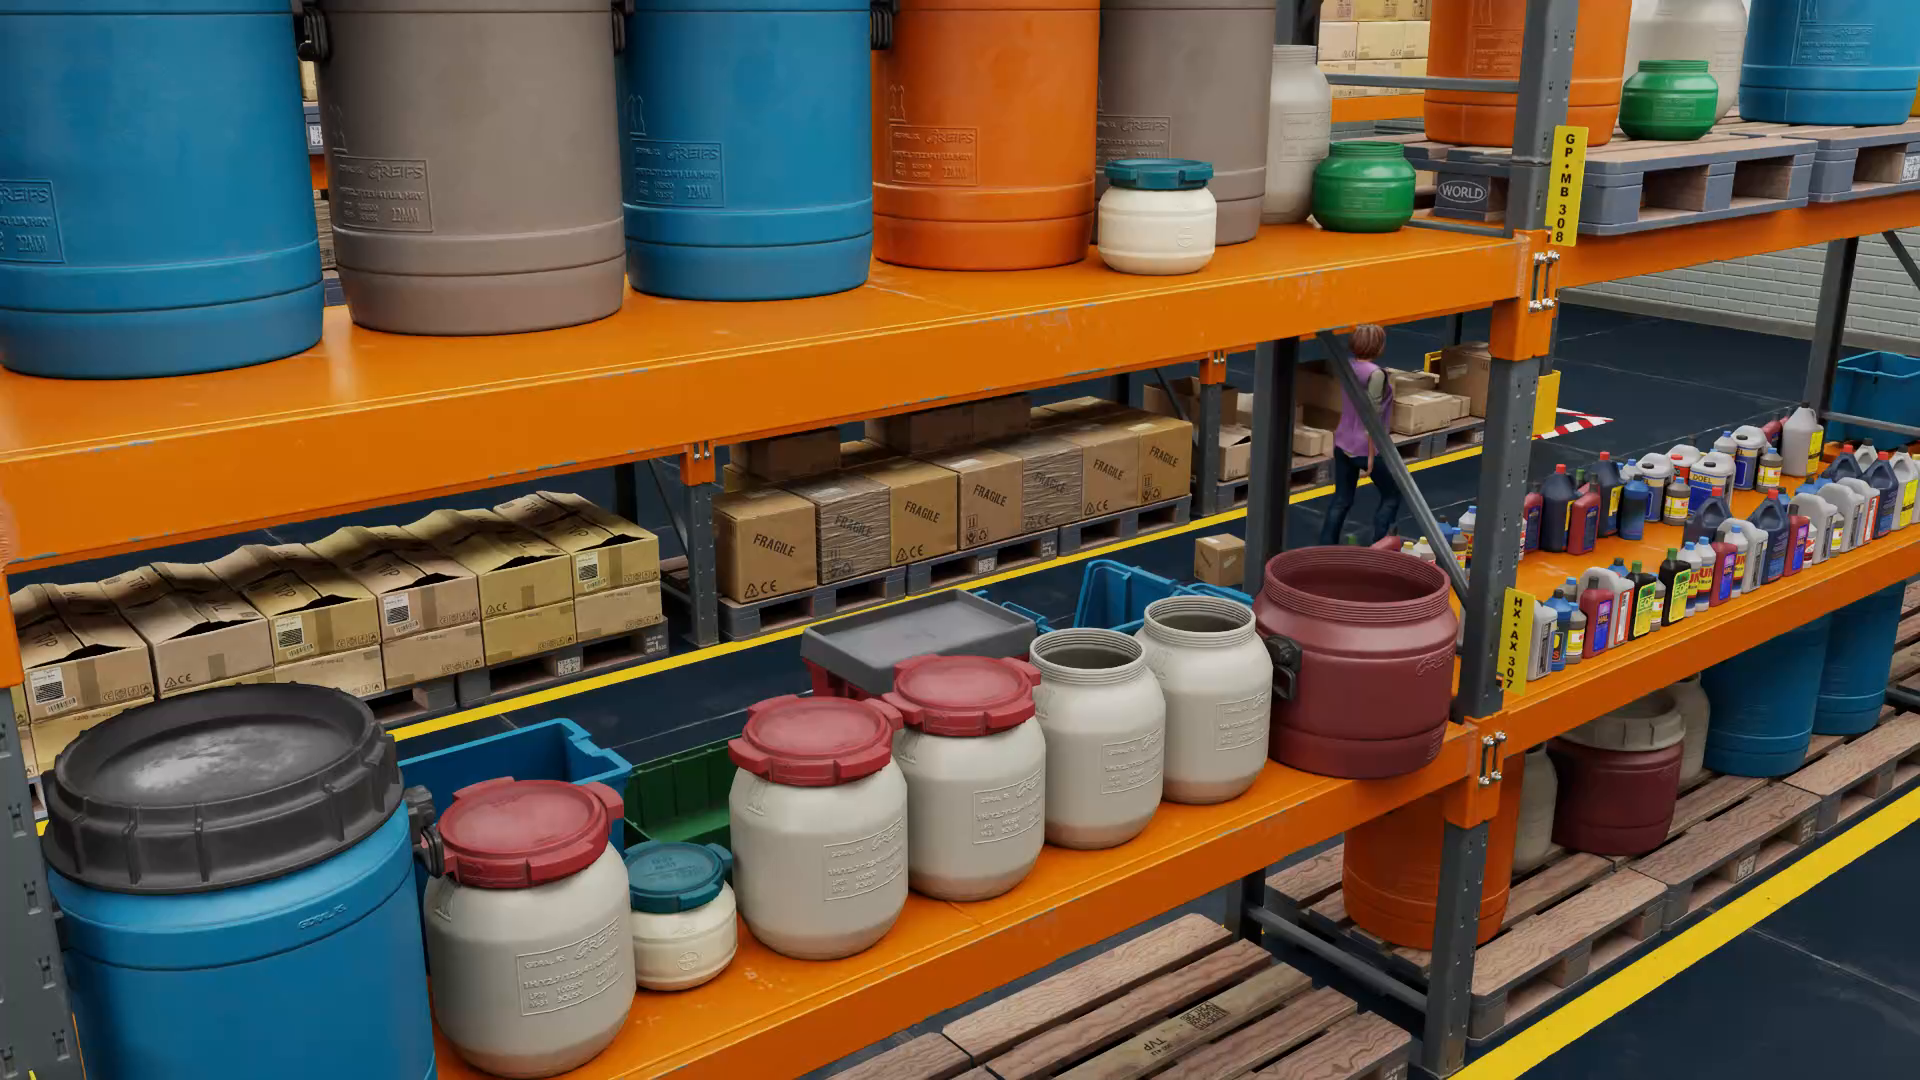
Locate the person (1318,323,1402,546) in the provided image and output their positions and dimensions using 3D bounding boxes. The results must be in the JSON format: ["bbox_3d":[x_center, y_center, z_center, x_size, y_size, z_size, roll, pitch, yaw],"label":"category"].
[{"bbox_3d":[2.495,-0.530,10.227,0.584,1.643,0.424,-9,20,-26],"label":"person"}]
